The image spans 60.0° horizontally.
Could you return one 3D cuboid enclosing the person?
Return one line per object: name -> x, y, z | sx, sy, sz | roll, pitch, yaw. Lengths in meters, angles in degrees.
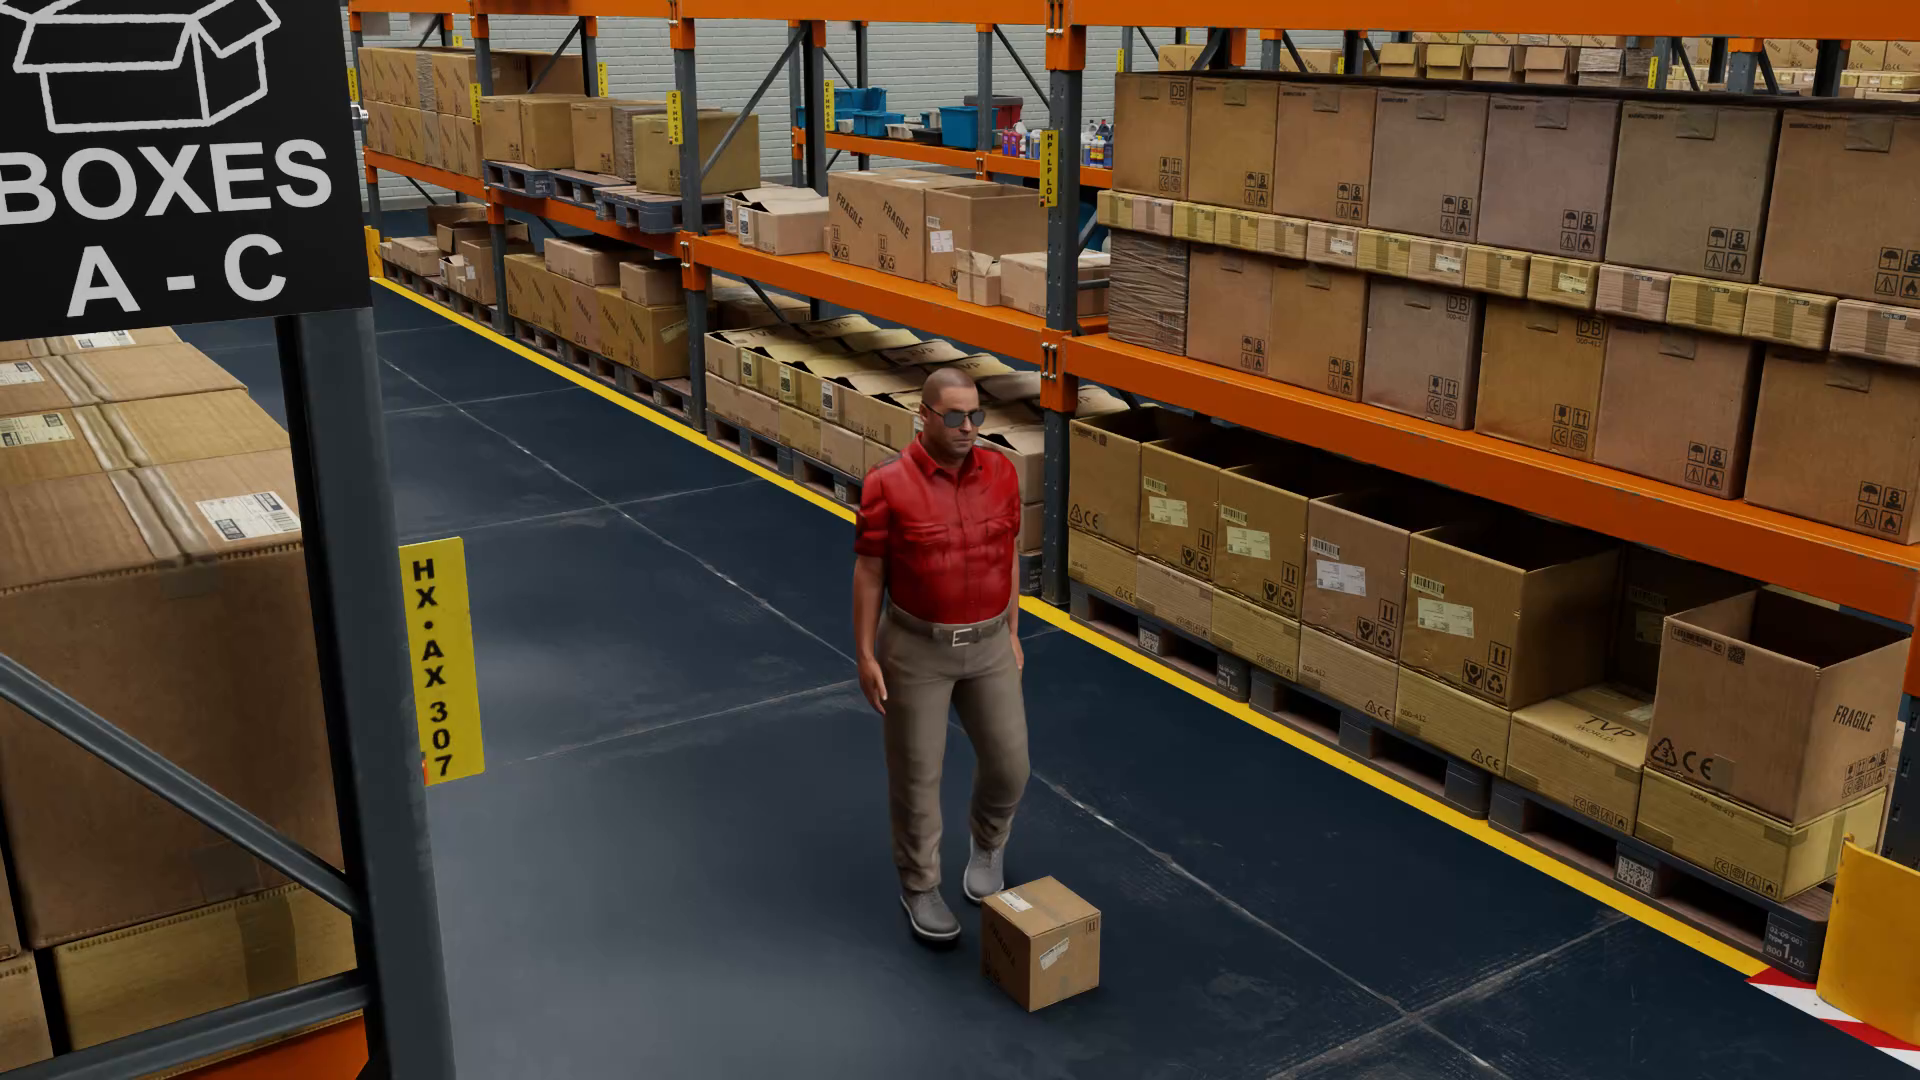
person -> -0.021, 0.367, 5.001 | 0.549, 1.765, 0.403 | -12, 21, -32
